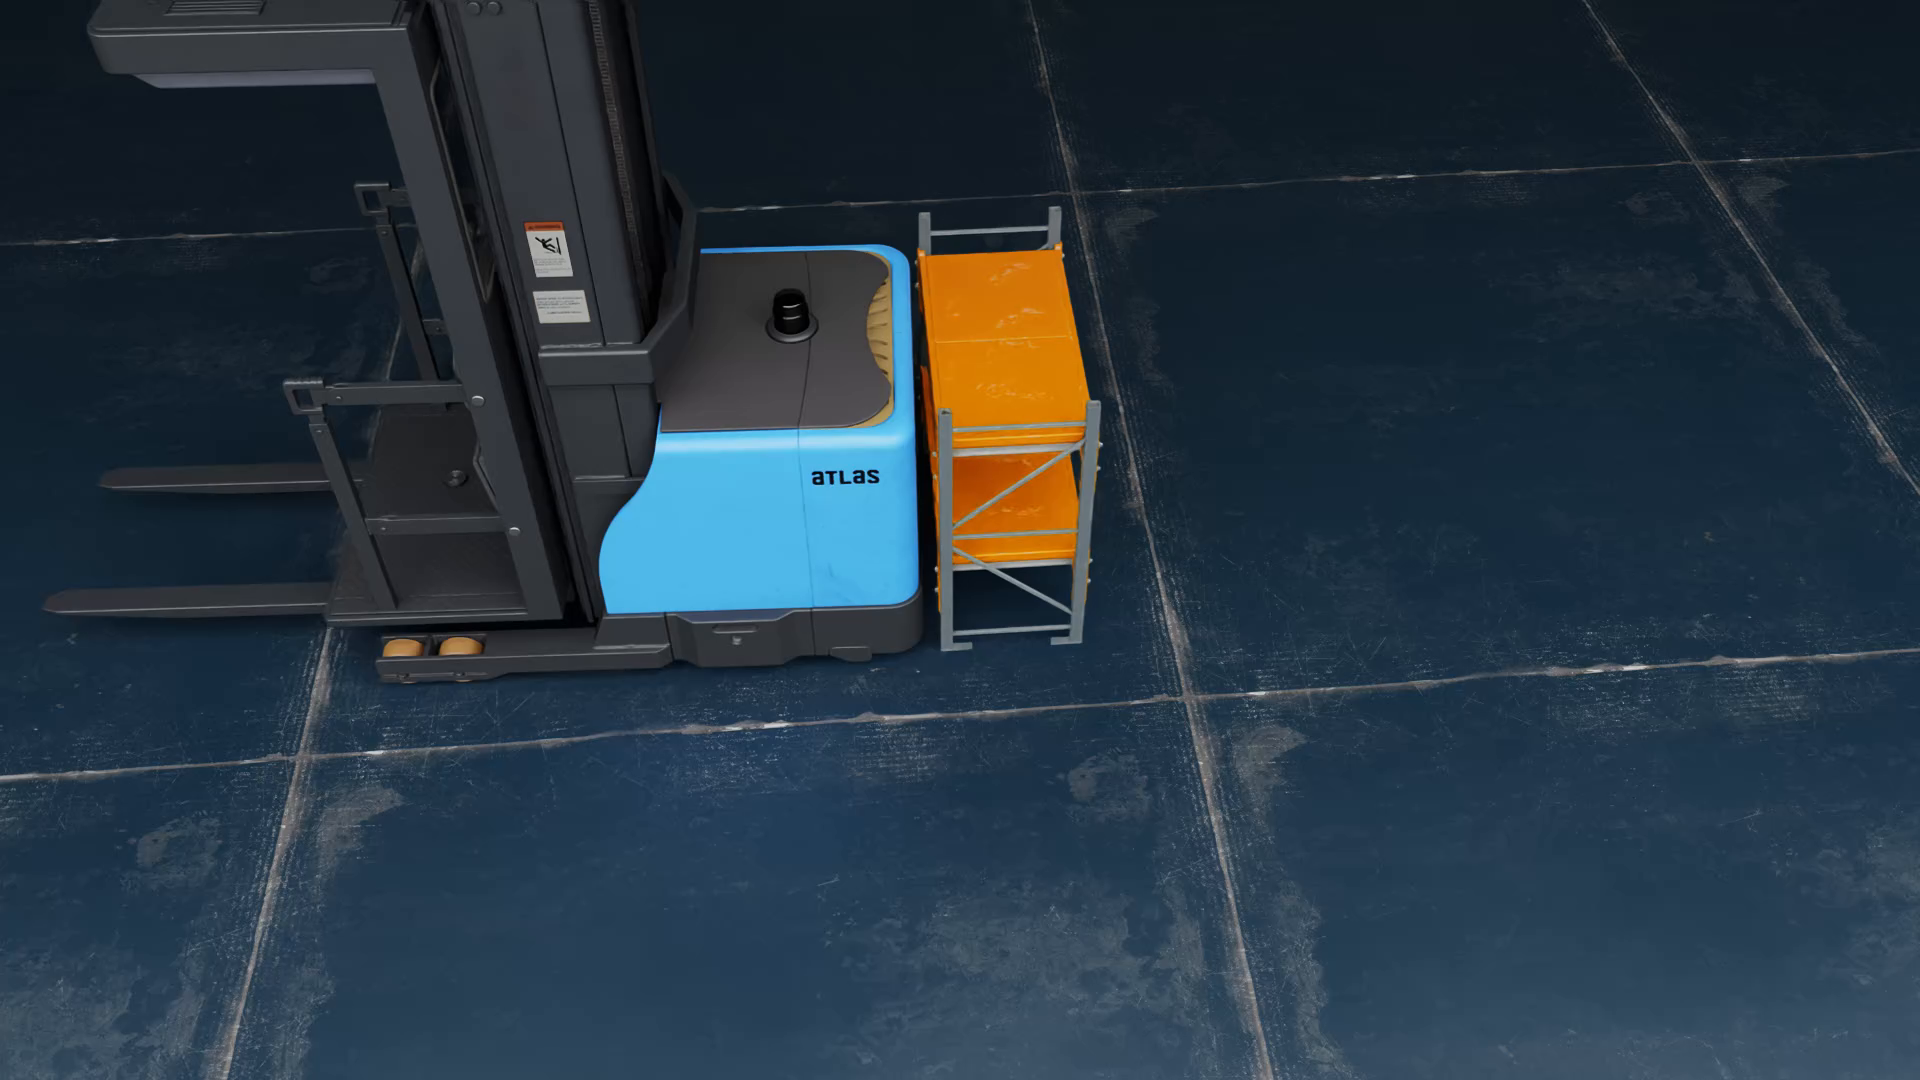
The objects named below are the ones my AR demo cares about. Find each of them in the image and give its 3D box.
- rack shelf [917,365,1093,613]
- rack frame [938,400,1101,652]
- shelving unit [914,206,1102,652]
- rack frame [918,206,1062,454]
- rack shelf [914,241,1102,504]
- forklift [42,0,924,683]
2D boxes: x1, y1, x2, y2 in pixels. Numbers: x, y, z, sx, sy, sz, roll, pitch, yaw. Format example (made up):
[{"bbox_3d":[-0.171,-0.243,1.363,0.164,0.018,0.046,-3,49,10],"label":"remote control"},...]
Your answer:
[{"bbox_3d":[0.143,-0.218,6.018,0.538,0.278,1.000,-3,47,-3],"label":"rack shelf"},{"bbox_3d":[0.182,-0.018,5.492,0.500,1.125,0.032,-3,47,-3],"label":"rack frame"},{"bbox_3d":[0.143,-0.386,5.841,0.538,1.125,1.048,-3,47,-3],"label":"shelving unit"},{"bbox_3d":[0.104,-0.754,6.189,0.500,1.125,0.032,-3,47,-3],"label":"rack frame"},{"bbox_3d":[0.143,-0.587,5.628,0.538,0.278,1.000,-3,47,-3],"label":"rack shelf"},{"bbox_3d":[-1.658,-0.904,5.087,3.031,2.935,1.130,-2,47,-2],"label":"forklift"}]
